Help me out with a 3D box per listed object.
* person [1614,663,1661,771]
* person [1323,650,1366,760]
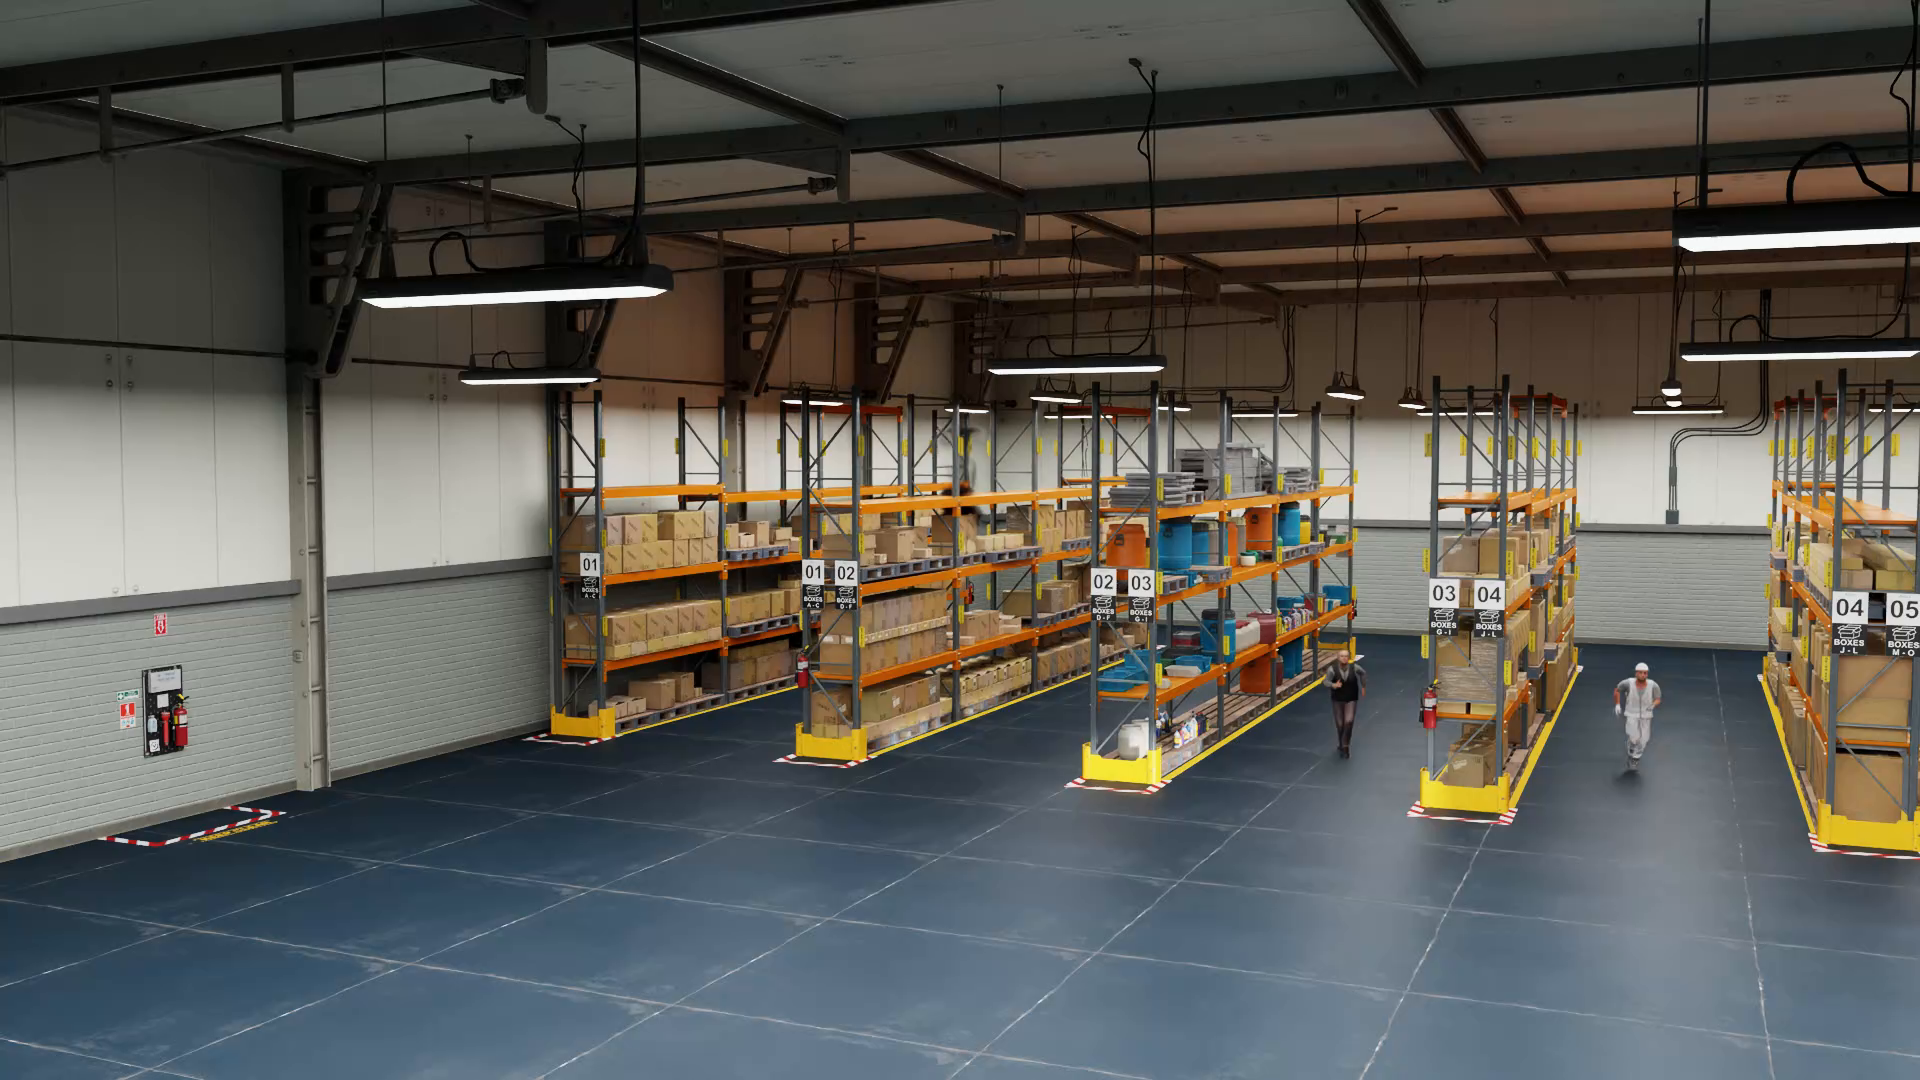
[{"bbox_3d":[10.379,2.719,25.421,0.620,1.699,0.720,0,3,8],"label":"person"},{"bbox_3d":[6.255,2.657,27.065,0.679,1.763,0.851,1,3,12],"label":"person"}]
